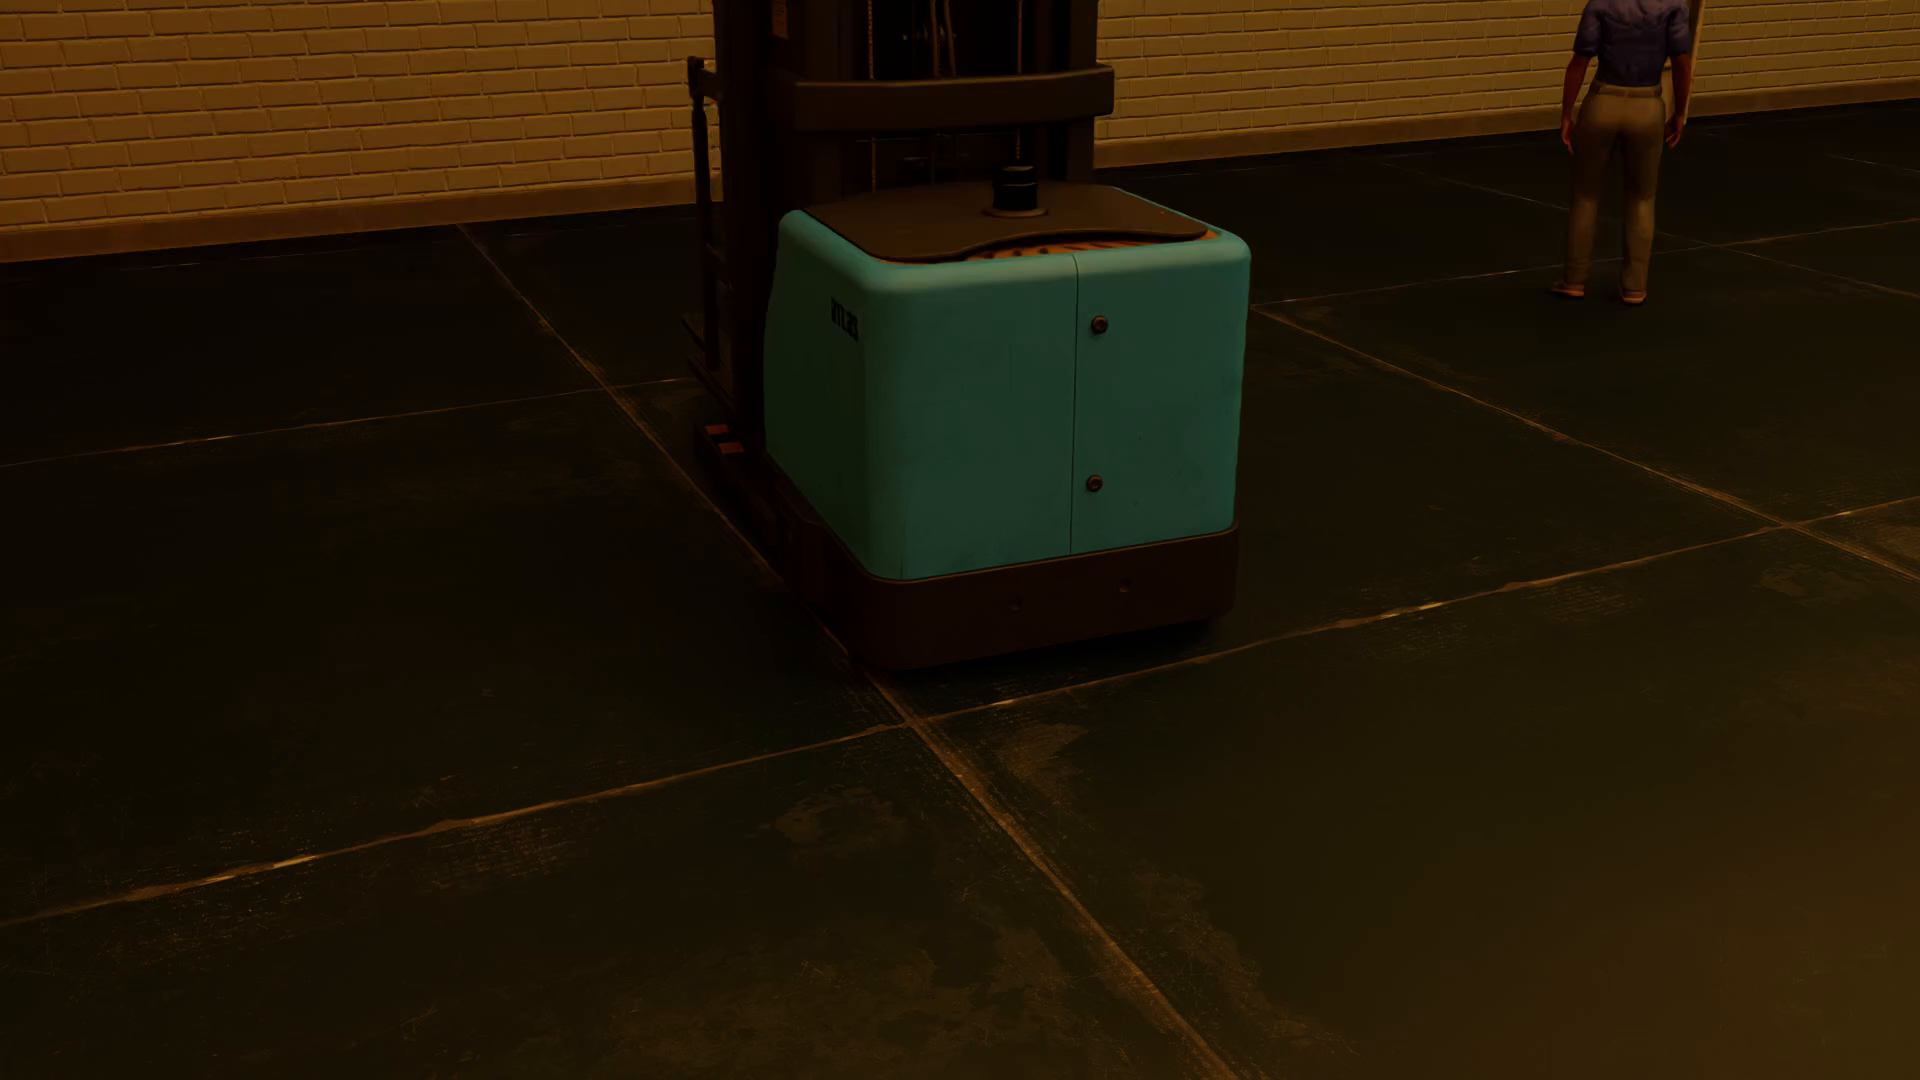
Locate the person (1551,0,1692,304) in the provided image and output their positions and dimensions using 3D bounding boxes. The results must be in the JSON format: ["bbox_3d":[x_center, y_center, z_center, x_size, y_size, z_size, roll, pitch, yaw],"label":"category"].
[{"bbox_3d":[2.994,-1.888,7.541,0.534,1.661,0.429,7,24,16],"label":"person"}]

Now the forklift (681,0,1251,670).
[{"bbox_3d":[-0.263,-1.564,5.052,1.130,2.935,3.031,-8,24,-19],"label":"forklift"}]
